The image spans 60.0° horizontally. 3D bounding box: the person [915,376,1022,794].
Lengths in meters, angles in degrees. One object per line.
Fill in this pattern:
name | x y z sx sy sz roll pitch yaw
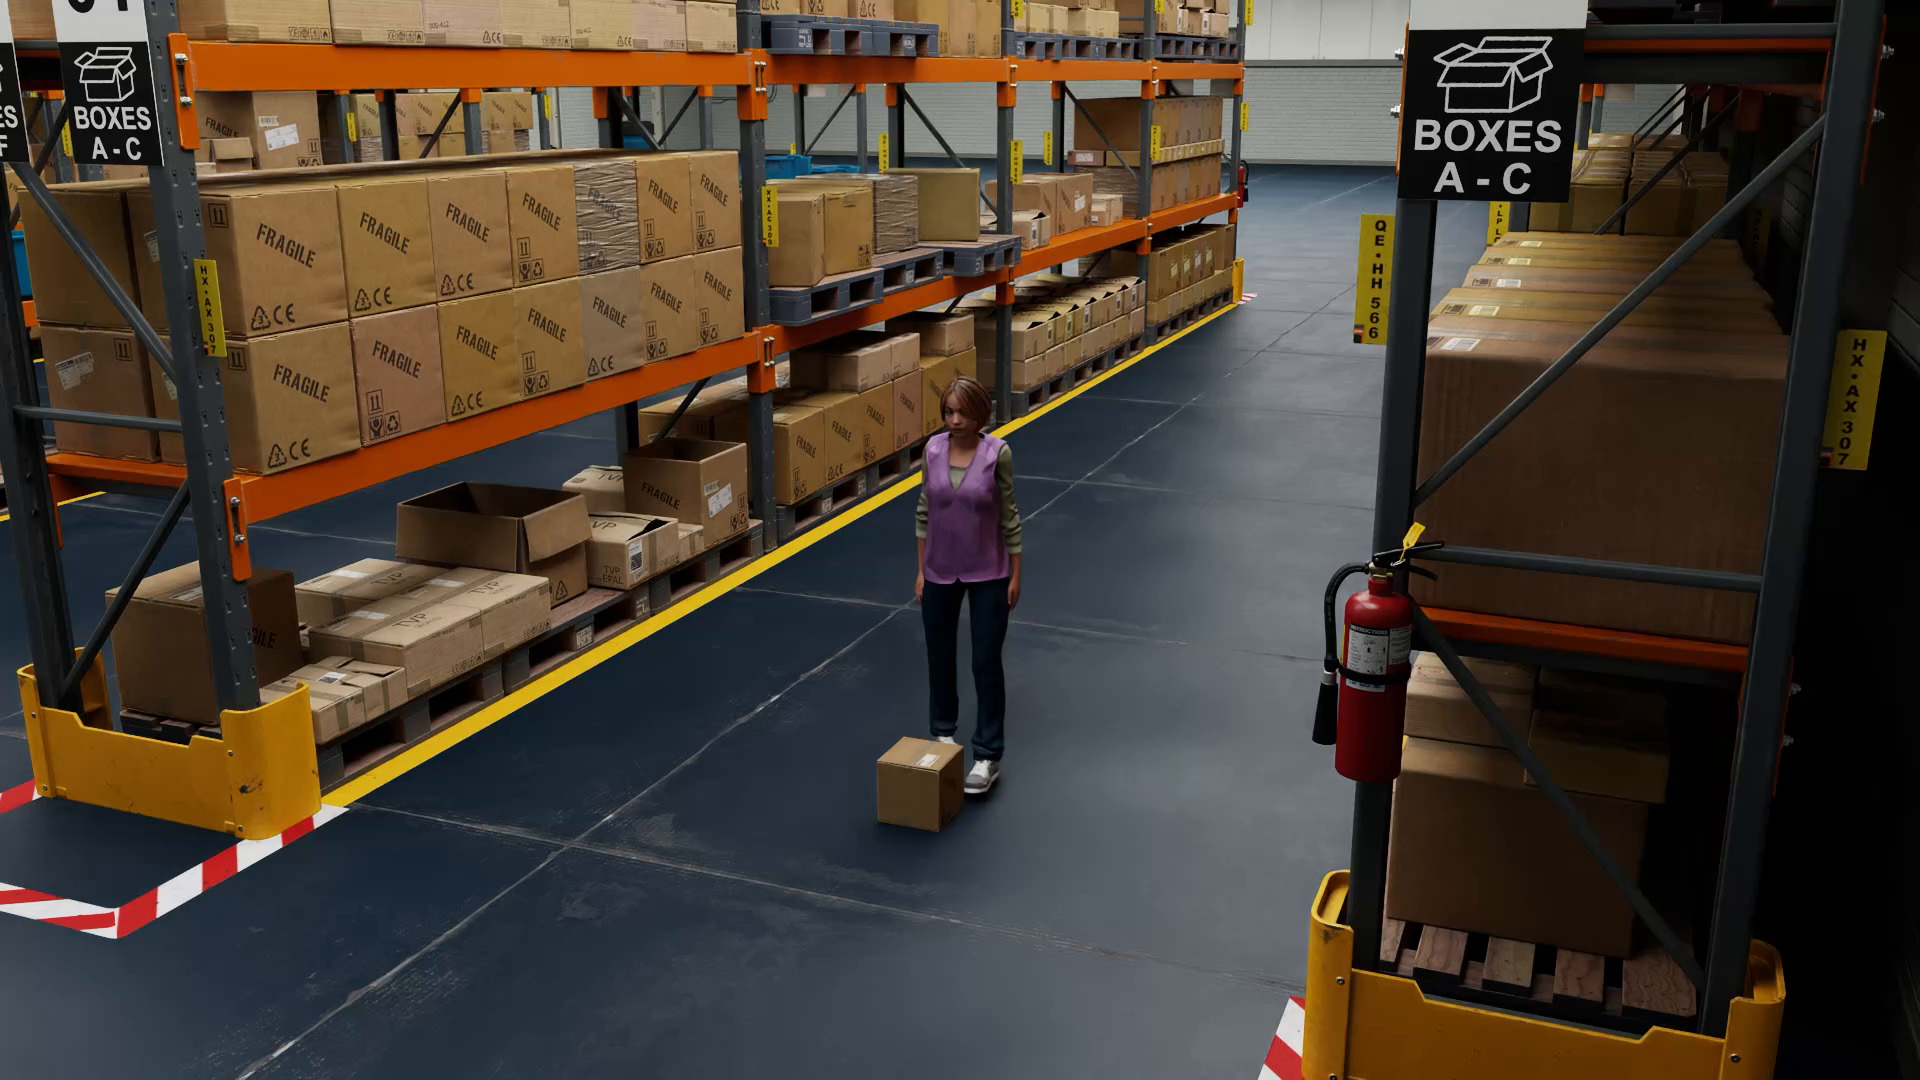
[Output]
person | 0.014 0.162 6.457 0.433 1.601 0.528 4 16 15
